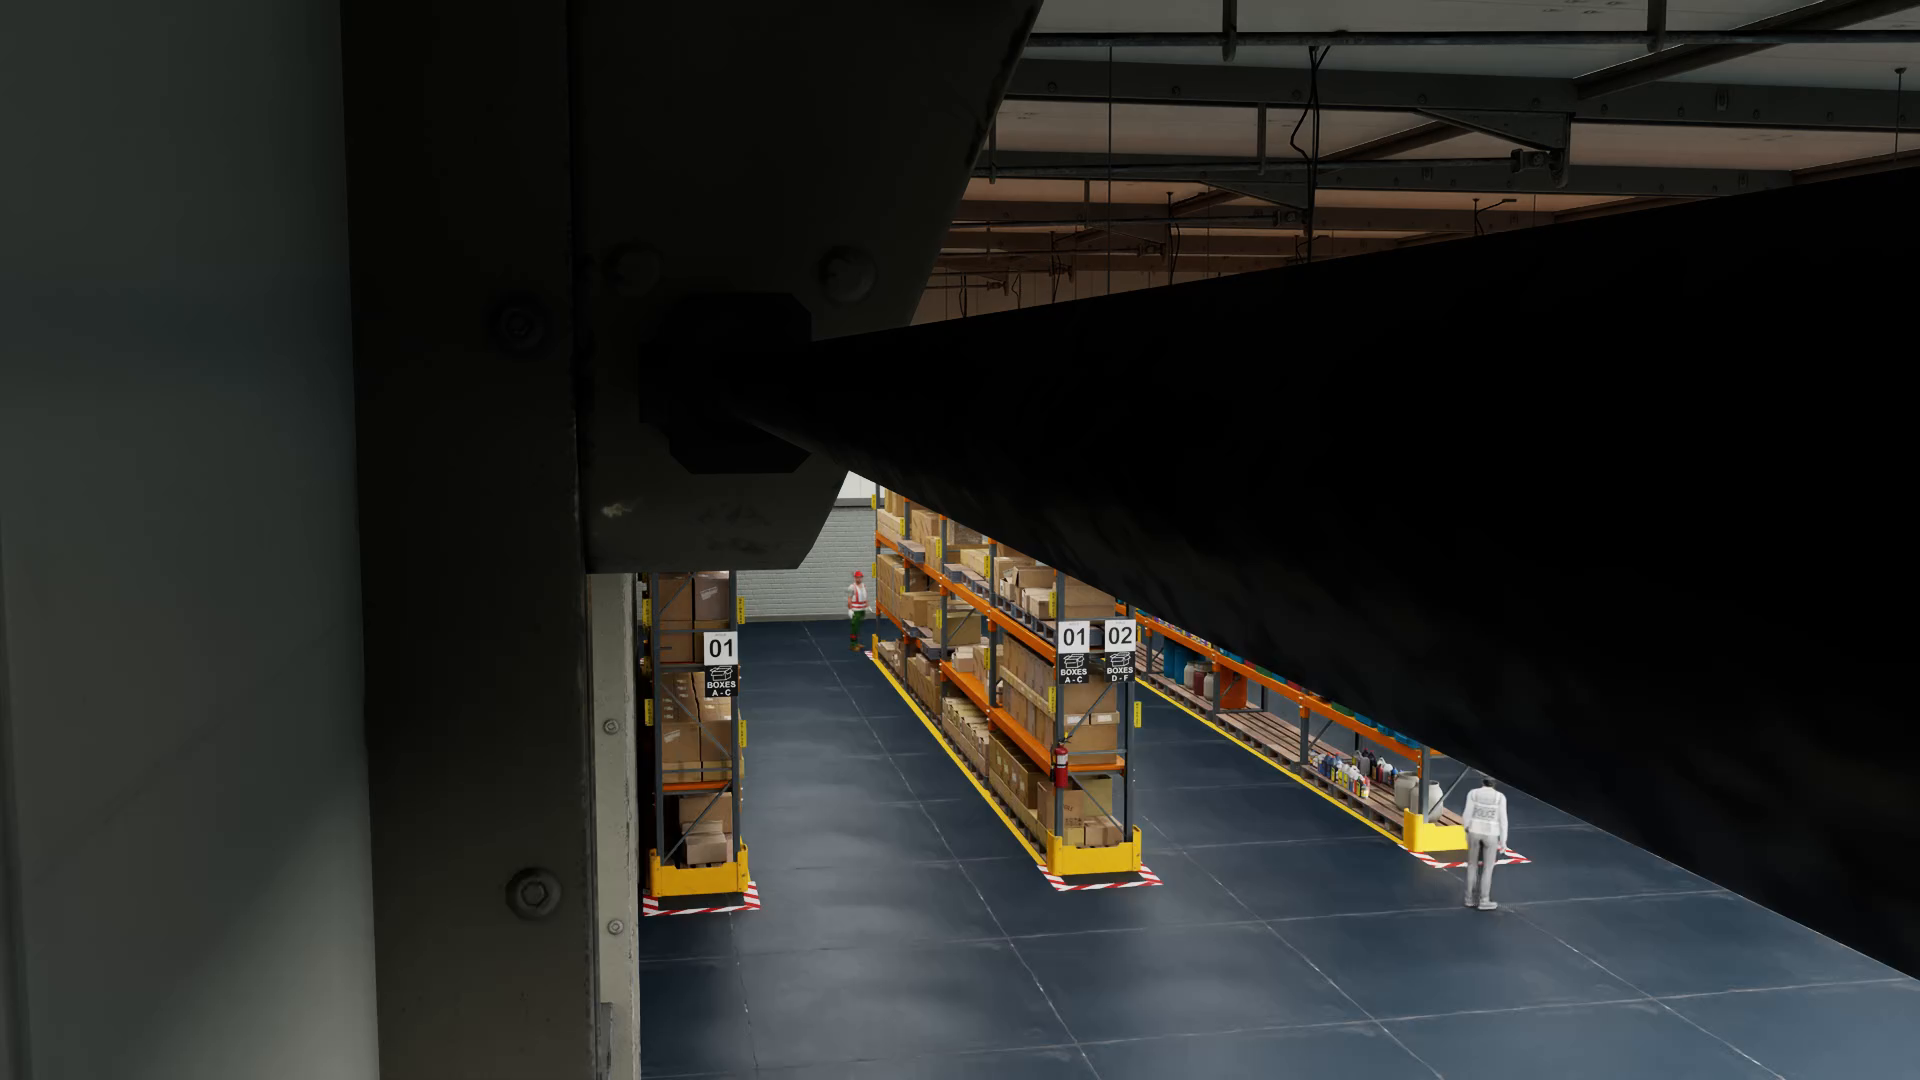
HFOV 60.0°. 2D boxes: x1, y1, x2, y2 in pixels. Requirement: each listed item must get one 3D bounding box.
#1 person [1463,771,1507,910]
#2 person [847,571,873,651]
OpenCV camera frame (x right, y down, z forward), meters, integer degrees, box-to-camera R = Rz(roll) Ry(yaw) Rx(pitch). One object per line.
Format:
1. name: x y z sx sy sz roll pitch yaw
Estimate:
1. person: 6.153 3.495 19.507 0.503 1.689 0.345 3 7 27
2. person: -2.277 1.596 37.533 0.434 1.802 0.580 4 7 35
